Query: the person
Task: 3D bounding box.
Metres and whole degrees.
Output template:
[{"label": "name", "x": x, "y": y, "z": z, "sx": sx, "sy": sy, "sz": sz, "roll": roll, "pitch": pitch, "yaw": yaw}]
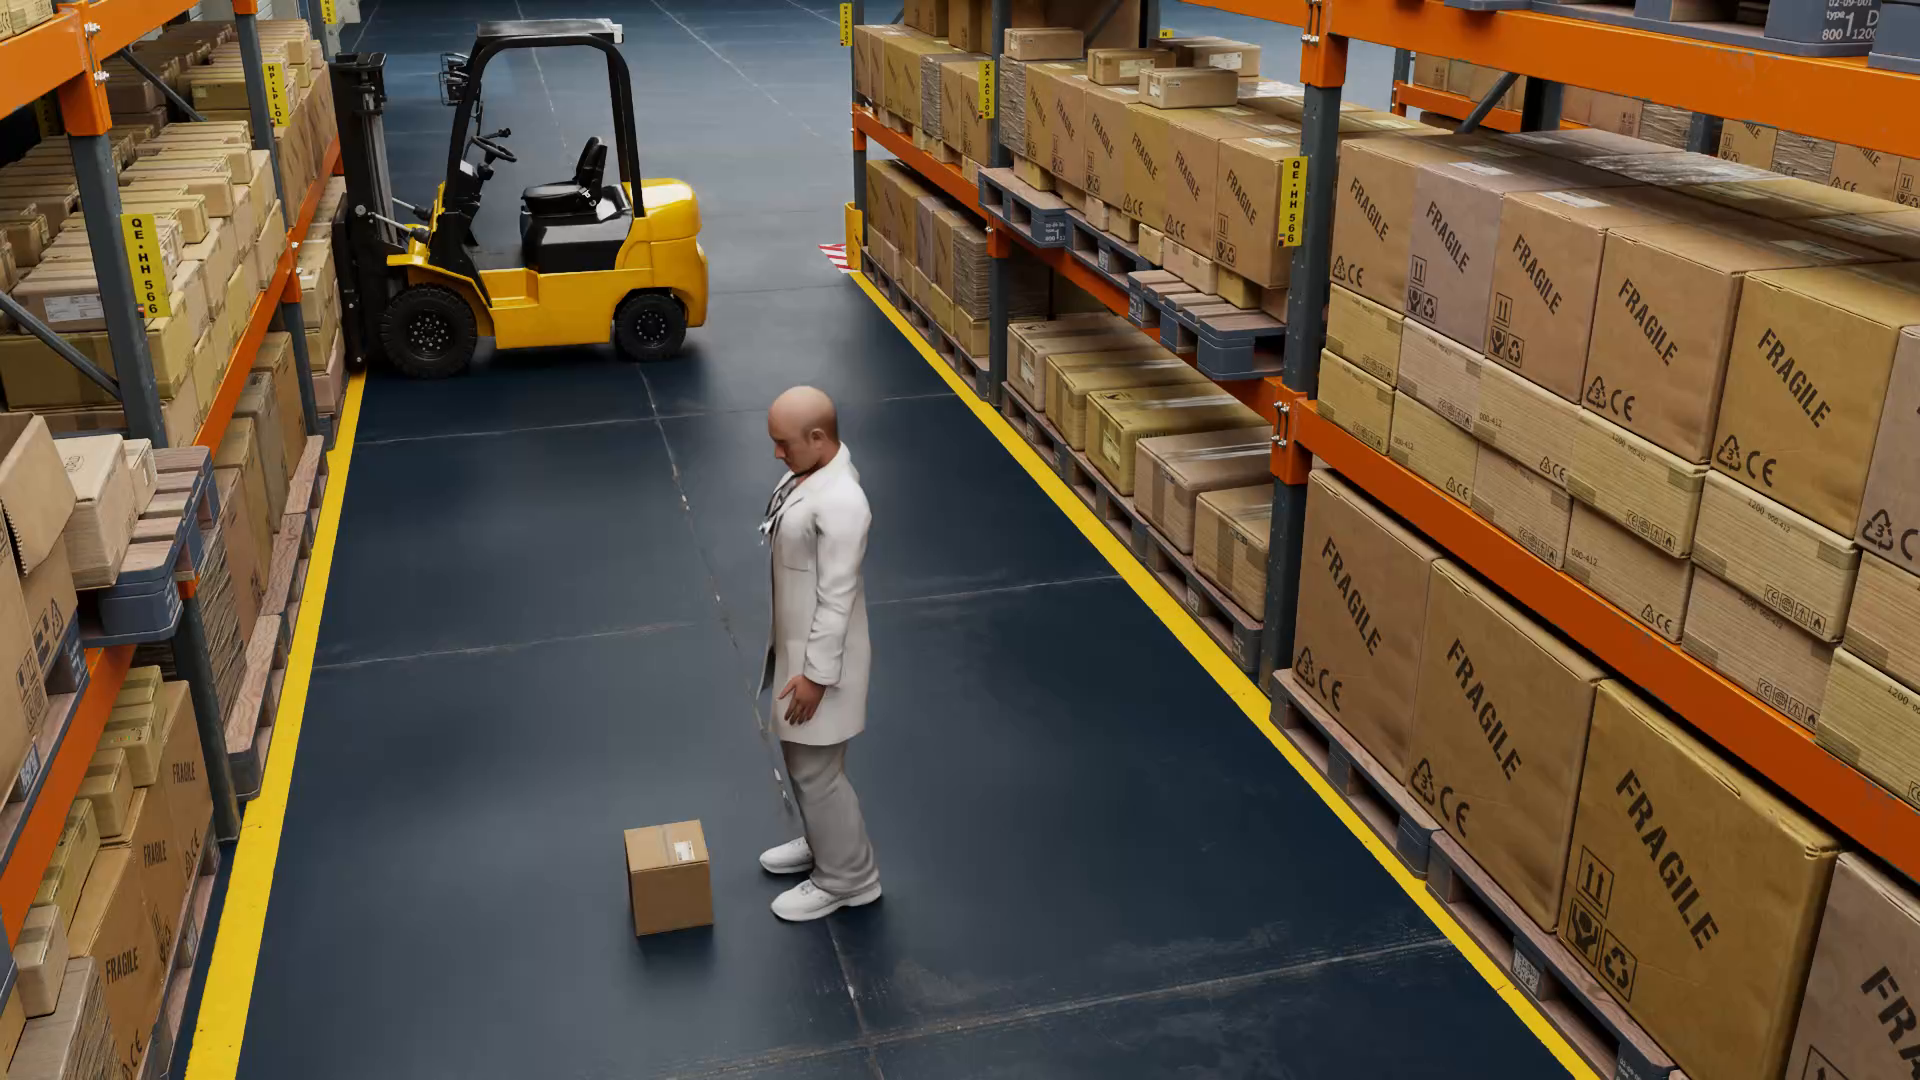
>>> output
[{"label": "person", "x": -0.464, "y": 0.363, "z": 5.267, "sx": 0.379, "sy": 1.770, "sz": 0.565, "roll": -6, "pitch": 23, "yaw": -13}]
